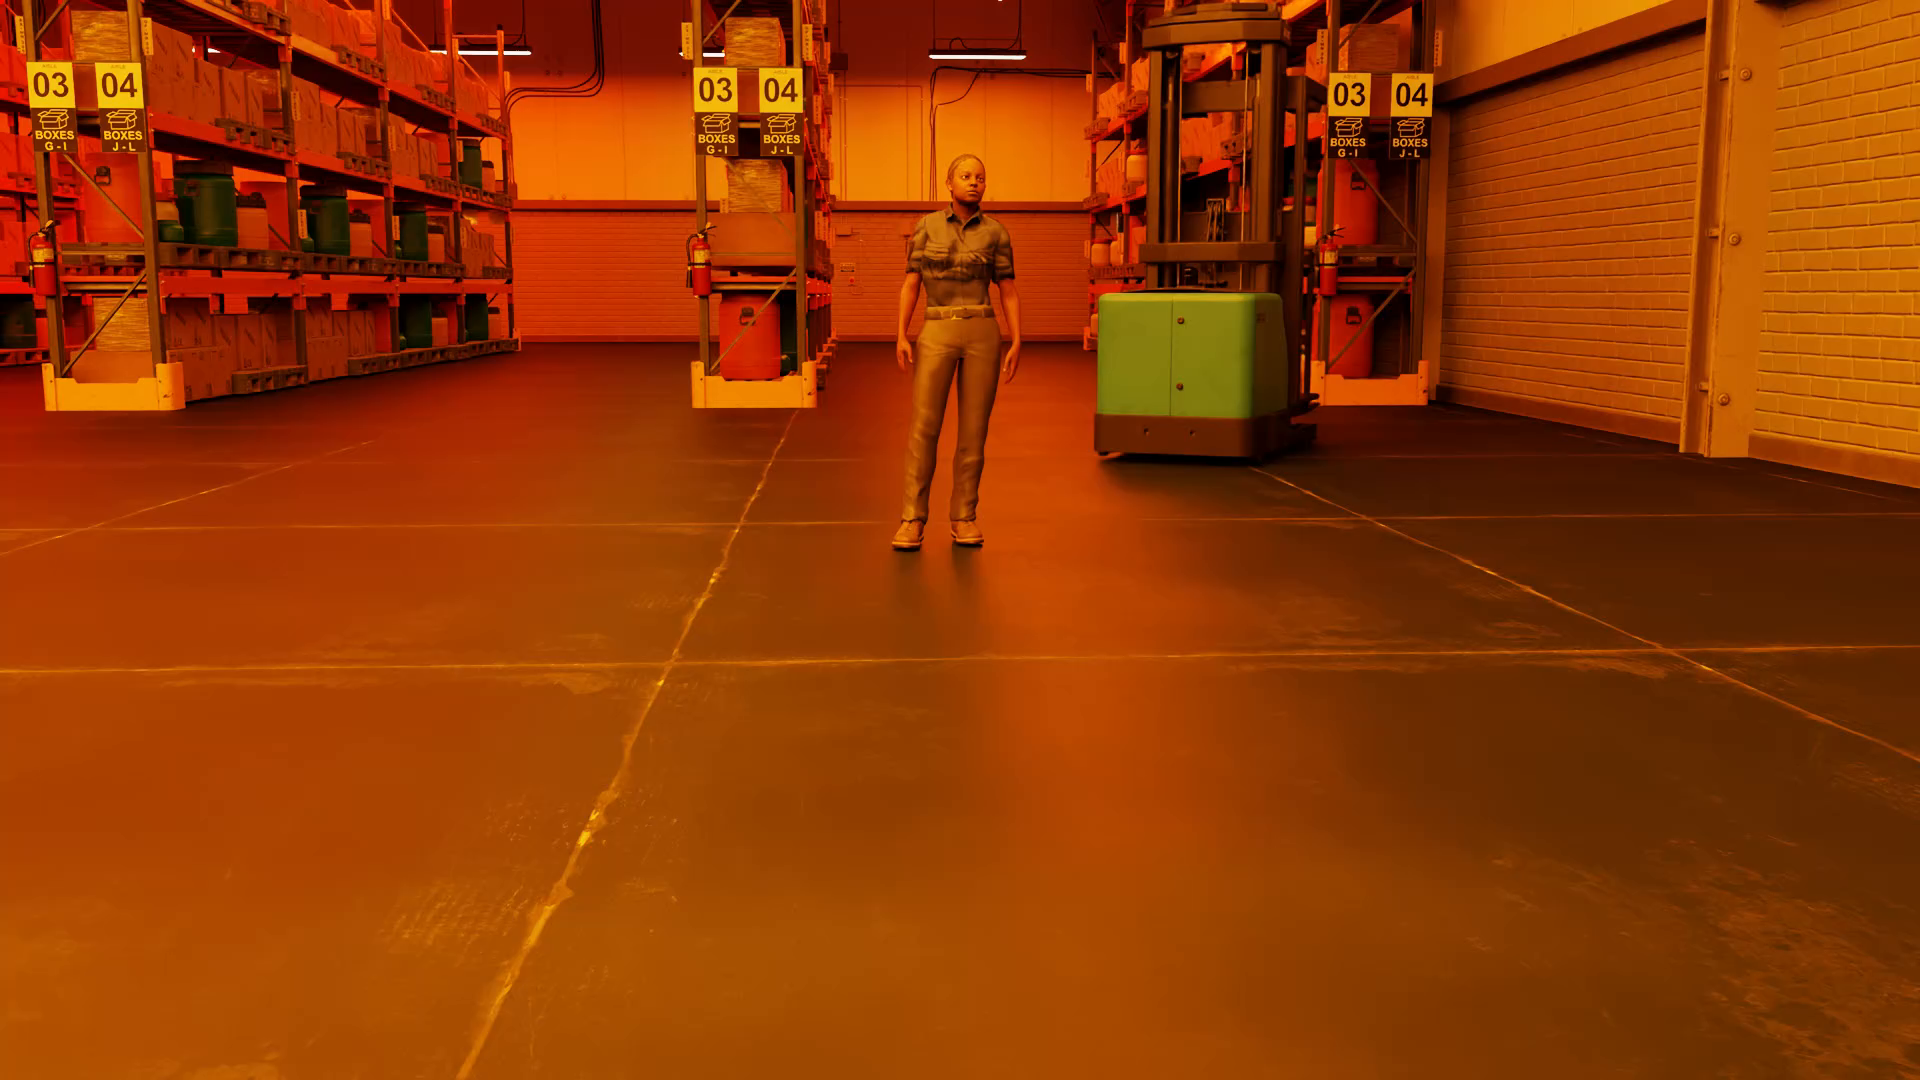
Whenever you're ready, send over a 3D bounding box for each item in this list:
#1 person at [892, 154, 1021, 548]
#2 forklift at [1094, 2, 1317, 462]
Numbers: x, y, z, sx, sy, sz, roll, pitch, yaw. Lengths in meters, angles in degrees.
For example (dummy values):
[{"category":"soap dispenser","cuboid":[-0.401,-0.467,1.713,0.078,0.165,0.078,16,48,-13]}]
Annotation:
[{"category":"person","cuboid":[-0.014,-0.813,7.099,0.569,1.656,0.503,-1,8,-4]},{"category":"forklift","cuboid":[1.905,-2.118,11.596,1.130,2.935,3.031,4,9,23]}]
